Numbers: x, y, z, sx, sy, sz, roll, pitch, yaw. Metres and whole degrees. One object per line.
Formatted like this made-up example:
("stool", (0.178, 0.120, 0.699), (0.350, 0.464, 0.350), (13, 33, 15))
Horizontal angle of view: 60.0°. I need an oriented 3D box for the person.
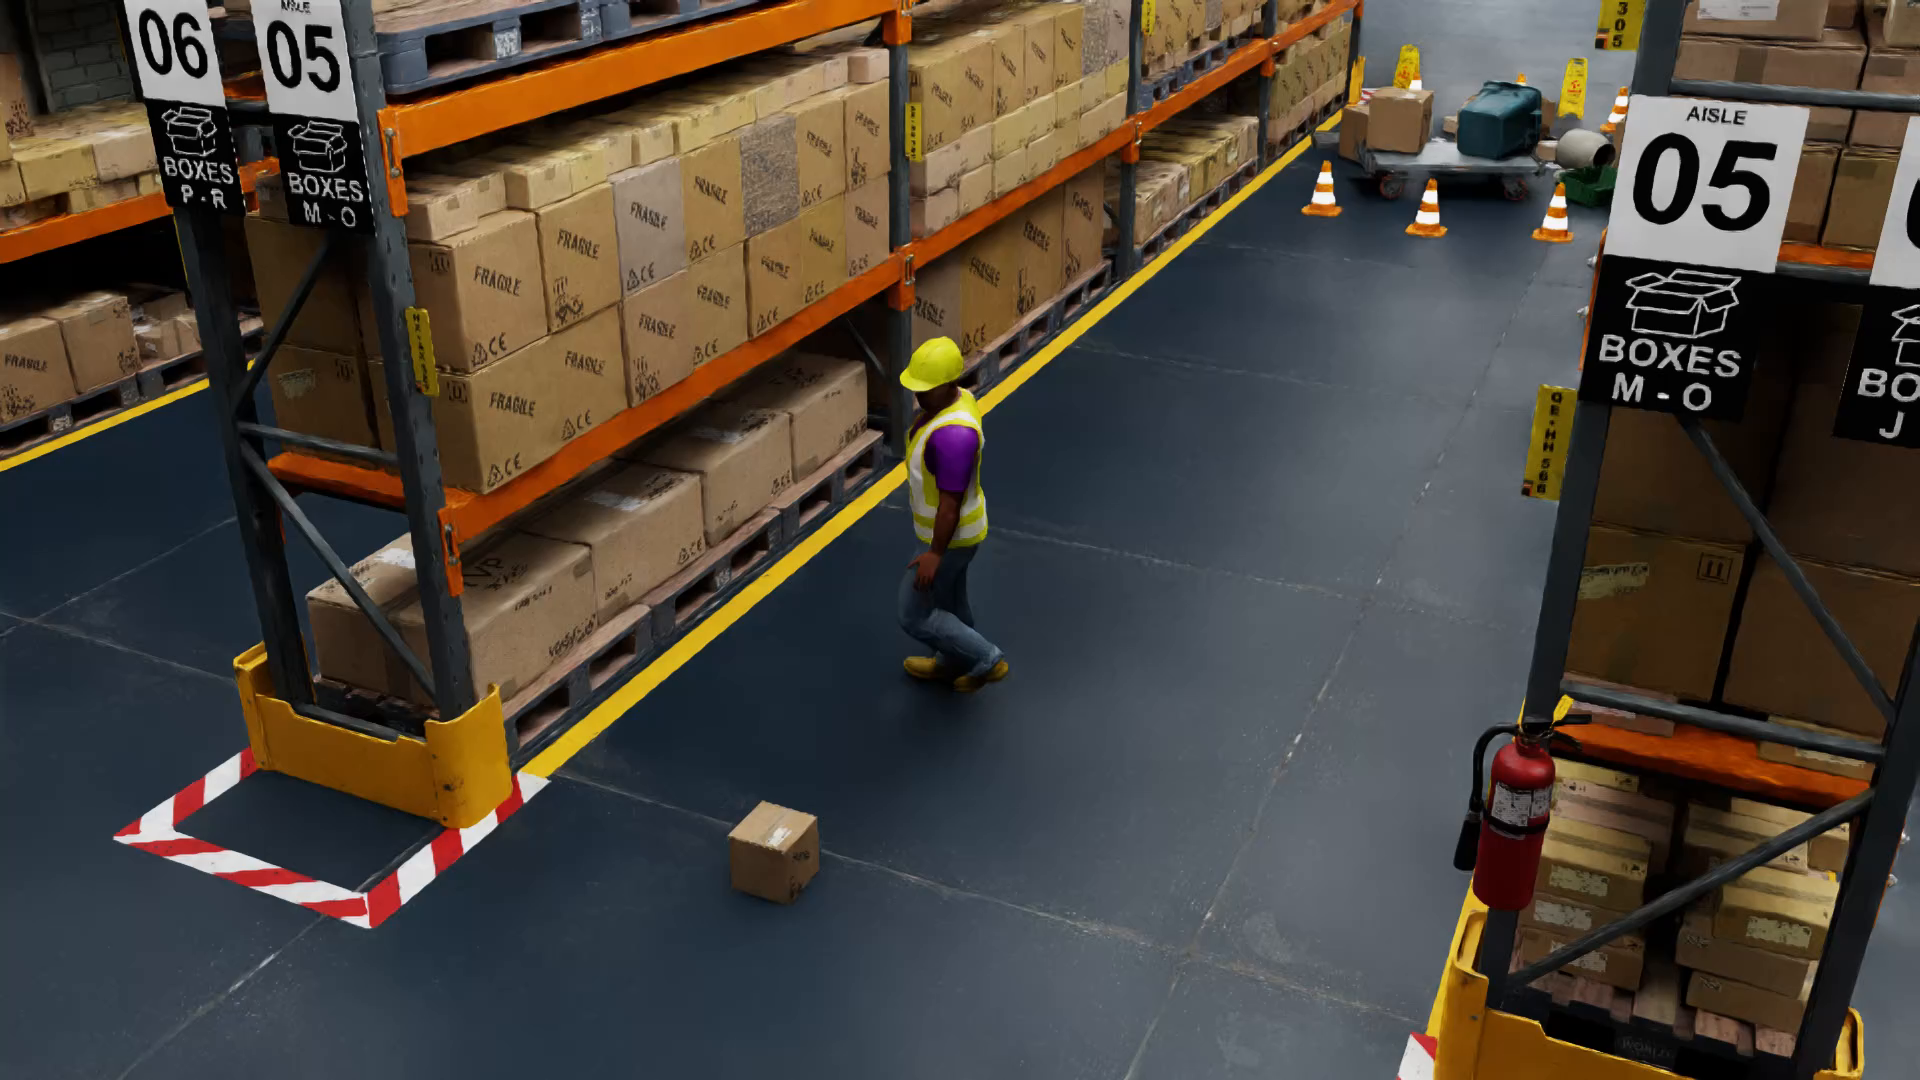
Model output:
("person", (-0.026, -0.054, 7.177), (0.494, 1.758, 0.635), (0, 26, 0))
